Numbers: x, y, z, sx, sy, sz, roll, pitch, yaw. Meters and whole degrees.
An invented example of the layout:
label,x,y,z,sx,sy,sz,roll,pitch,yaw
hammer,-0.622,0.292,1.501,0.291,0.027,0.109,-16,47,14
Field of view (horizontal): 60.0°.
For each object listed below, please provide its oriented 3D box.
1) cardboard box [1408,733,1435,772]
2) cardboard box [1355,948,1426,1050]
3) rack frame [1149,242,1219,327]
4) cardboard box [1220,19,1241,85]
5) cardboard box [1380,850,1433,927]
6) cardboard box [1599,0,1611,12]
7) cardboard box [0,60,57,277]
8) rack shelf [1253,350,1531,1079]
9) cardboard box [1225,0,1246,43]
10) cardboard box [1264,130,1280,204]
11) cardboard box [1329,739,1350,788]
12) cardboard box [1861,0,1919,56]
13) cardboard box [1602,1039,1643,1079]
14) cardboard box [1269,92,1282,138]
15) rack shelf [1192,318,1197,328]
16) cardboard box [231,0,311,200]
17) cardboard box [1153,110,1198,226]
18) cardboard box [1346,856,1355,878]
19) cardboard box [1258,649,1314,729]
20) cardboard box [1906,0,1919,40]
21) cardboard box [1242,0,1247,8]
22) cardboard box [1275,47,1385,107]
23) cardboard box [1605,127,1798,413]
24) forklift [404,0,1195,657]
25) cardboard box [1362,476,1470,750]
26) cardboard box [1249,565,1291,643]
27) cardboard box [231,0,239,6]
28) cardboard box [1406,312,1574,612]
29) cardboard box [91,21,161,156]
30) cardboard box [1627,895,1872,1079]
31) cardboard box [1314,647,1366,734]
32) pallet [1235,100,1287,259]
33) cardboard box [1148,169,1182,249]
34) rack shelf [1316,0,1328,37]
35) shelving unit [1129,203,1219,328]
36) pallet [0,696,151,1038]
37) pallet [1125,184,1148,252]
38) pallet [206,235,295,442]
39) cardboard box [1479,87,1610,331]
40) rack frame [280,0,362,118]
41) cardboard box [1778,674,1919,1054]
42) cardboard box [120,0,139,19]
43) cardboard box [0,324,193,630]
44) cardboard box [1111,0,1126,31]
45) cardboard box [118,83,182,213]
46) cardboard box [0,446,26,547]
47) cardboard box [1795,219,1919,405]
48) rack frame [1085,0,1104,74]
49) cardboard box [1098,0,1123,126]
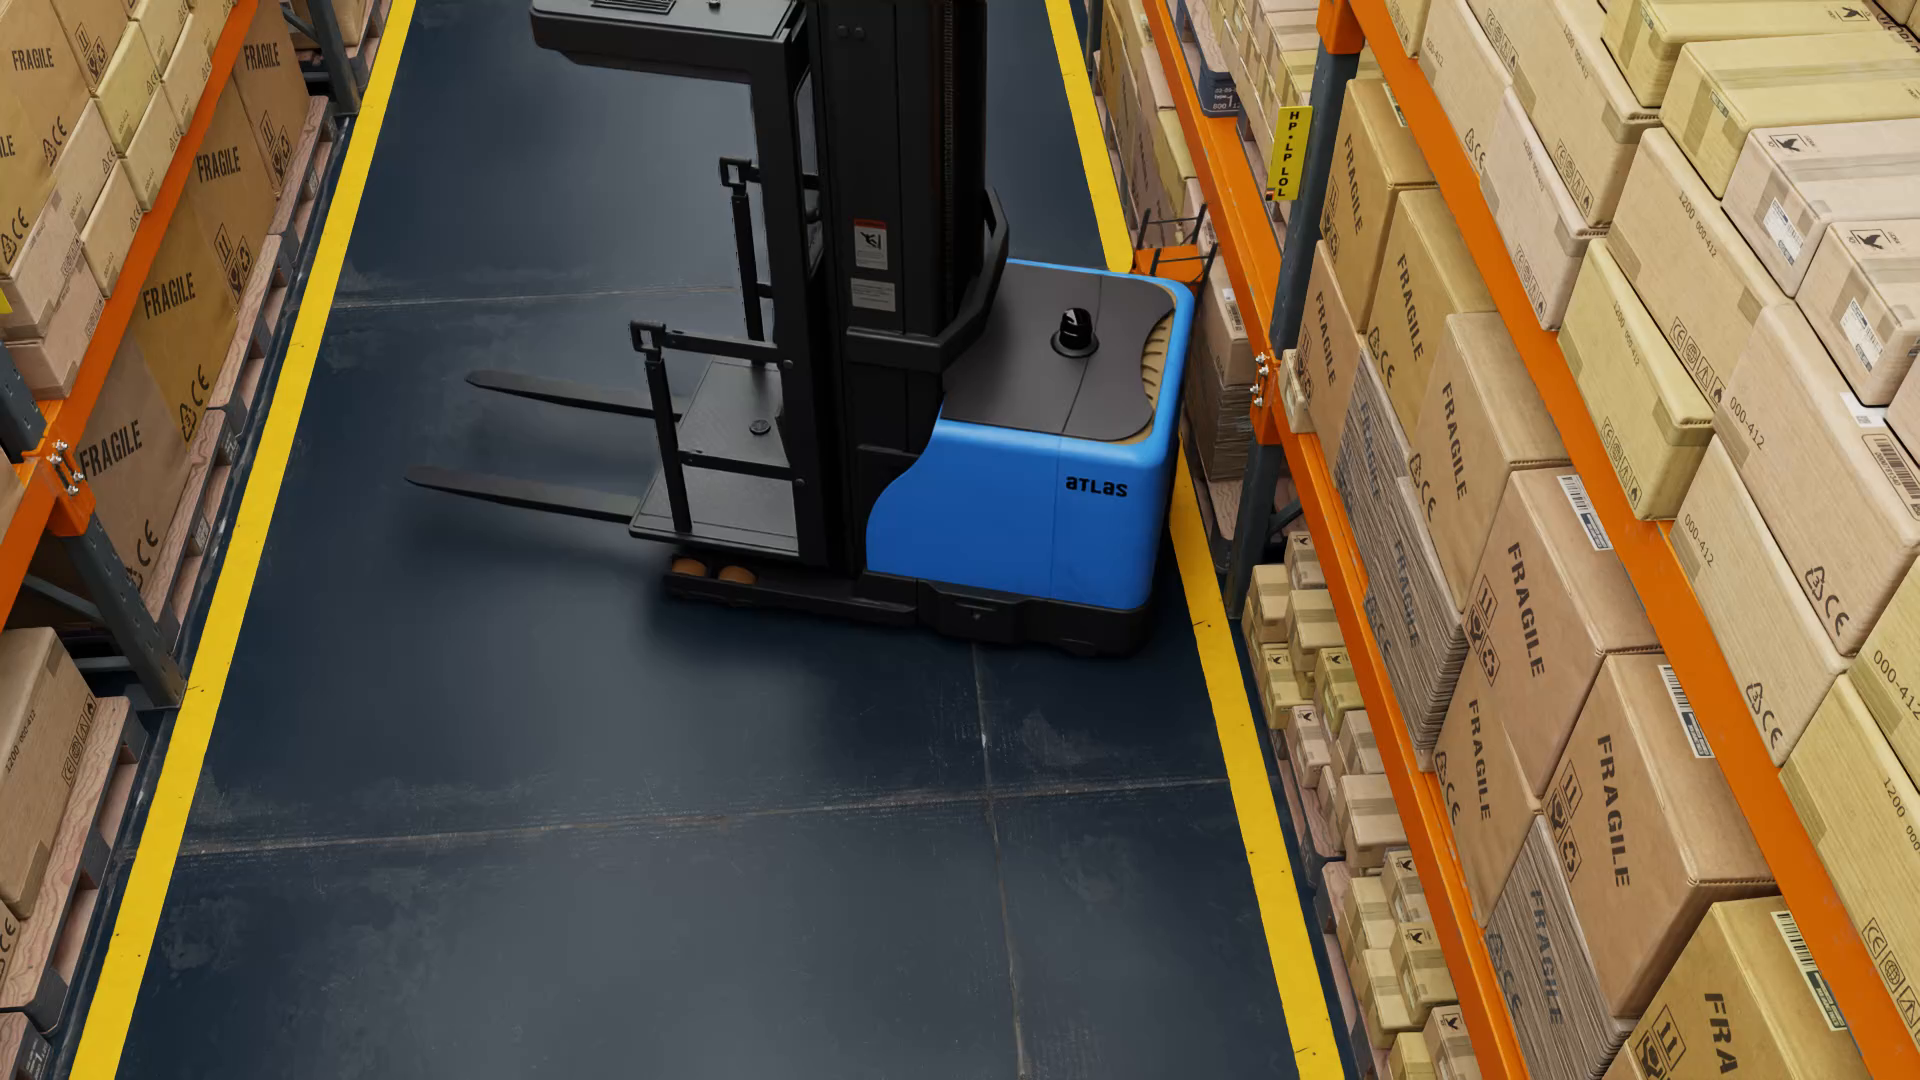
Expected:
label,x,y,z,sx,sy,sz,roll,pitch,yaw
cardboard box,1.392,0.469,4.413,0.380,0.149,0.250,-2,47,-2
cardboard box,1.387,1.337,4.887,0.380,0.149,0.250,-3,47,-3
rack frame,0.811,-0.817,6.707,0.240,1.200,0.006,-7,63,-7
cardboard box,1.214,-1.876,6.345,0.380,0.149,0.250,-5,47,-5
cardboard box,1.482,1.052,4.952,0.380,0.149,0.250,-5,47,-5
cardboard box,1.404,-1.102,3.146,0.380,0.149,0.250,-5,47,-5
cardboard box,-3.139,-1.132,4.999,0.500,0.500,0.500,-3,47,-3
rack shelf,1.703,0.902,4.325,1.077,0.370,4.000,-3,47,-3
cardboard box,1.217,-1.984,6.242,0.380,0.149,0.250,-6,47,-5
cardboard box,1.283,-1.313,5.812,0.380,0.149,0.250,-3,47,-3
cardboard box,1.434,0.770,5.424,0.380,0.149,0.250,-6,47,-5
cardboard box,1.908,-0.871,3.202,0.500,0.250,0.500,-2,47,-2
cardboard box,1.539,1.283,3.195,0.500,0.500,0.500,-4,47,-4
cardboard box,1.283,-1.419,5.707,0.380,0.149,0.250,-3,47,-3
rack shelf,0.801,-0.932,6.681,0.258,0.103,0.180,-7,63,-7
cardboard box,-3.748,-2.221,7.962,0.875,0.875,0.875,-4,47,-4
cardboard box,1.133,-1.613,7.127,0.500,0.250,0.500,-5,47,-5
cardboard box,1.469,1.069,5.346,0.380,0.149,0.250,-5,47,-5
cardboard box,1.268,0.519,5.867,0.380,0.149,0.250,-2,47,-2
cardboard box,1.968,-0.937,2.990,0.380,0.149,0.250,-4,47,-4
cardboard box,1.225,-2.083,6.131,0.380,0.149,0.250,-5,47,-5
cardboard box,1.284,-1.528,5.605,0.380,0.149,0.250,-5,47,-4
cardboard box,1.464,-0.474,2.826,0.500,0.250,0.500,-5,47,-5
forklift,-0.684,-1.113,5.785,3.031,2.935,1.130,9,47,8
cardboard box,1.381,0.169,4.250,0.500,0.500,0.500,-4,47,-4
cardboard box,1.247,0.223,5.942,0.380,0.149,0.250,-2,47,-1
cardboard box,-3.364,-2.542,7.195,0.500,0.250,0.500,-3,47,-3
cardboard box,1.401,-0.191,3.902,0.500,0.500,0.500,-3,47,-3
cardboard box,-3.232,-1.616,5.974,0.500,0.250,0.500,-3,47,-3
cardboard box,1.542,0.939,2.833,0.500,0.500,0.500,-5,47,-5
cardboard box,1.393,0.484,5.490,0.380,0.149,0.250,-4,47,-4
pallet,1.617,-1.288,6.036,1.003,0.211,1.213,-3,47,-3
cardboard box,1.142,-1.340,7.385,0.500,0.500,0.500,-4,47,-4
rack shelf,1.368,-3.023,5.977,1.077,0.370,4.000,-3,47,-3
shelving unit,0.796,-0.897,6.748,0.258,1.200,0.189,-7,63,-7
pallet,-3.403,1.096,5.567,1.003,0.211,1.213,-3,47,-3
pallet,1.364,-1.281,7.818,1.003,0.211,1.213,-3,47,-3
pallet,-3.633,-0.898,7.455,1.003,0.211,1.213,-3,47,-3
cardboard box,1.387,-0.681,3.367,0.500,0.250,0.500,-2,47,-2
rack frame,-3.723,-3.312,7.821,1.000,3.000,0.127,-3,47,-3
cardboard box,1.519,0.440,2.304,0.500,0.250,0.500,-3,47,-3
cardboard box,-3.298,-2.235,6.043,0.500,0.500,0.500,-4,47,-4
cardboard box,-3.520,-0.276,6.119,0.875,0.875,0.875,-2,47,-2
cardboard box,1.018,-2.715,8.172,0.500,0.250,0.500,-5,47,-5
cardboard box,-3.234,-1.447,6.158,0.500,0.250,0.500,-4,47,-4
cardboard box,-3.095,-0.133,4.741,0.500,0.500,0.500,-3,47,-3
cardboard box,1.474,-0.338,2.423,0.380,0.149,0.250,-3,47,-2
rack frame,1.201,-3.686,8.175,1.000,3.000,0.127,-3,47,-3
cardboard box,1.006,-2.444,8.431,0.500,0.500,0.500,-5,47,-5
